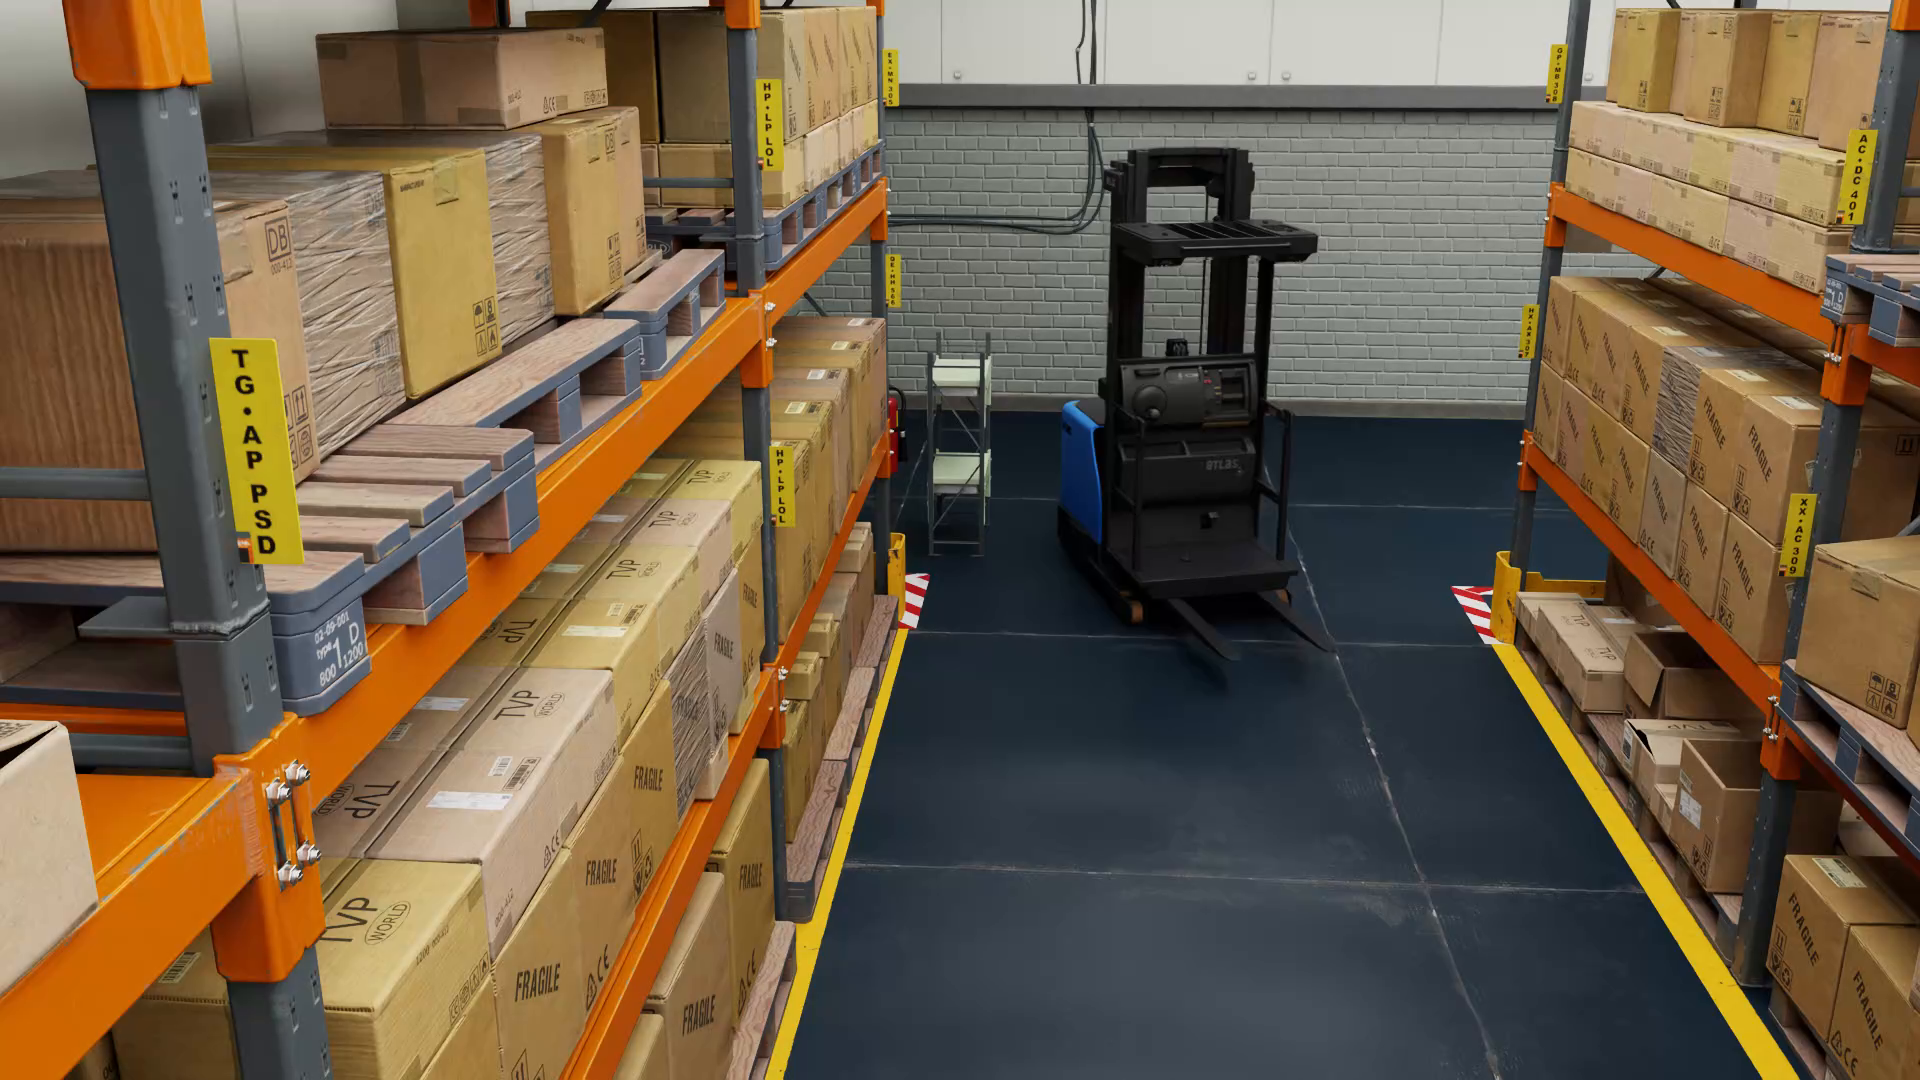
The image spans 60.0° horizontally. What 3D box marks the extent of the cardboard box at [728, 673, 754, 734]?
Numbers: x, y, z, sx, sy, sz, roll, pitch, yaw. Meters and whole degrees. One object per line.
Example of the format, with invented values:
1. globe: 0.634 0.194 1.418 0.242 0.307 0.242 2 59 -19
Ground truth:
1. cardboard box: -0.977 0.595 6.160 0.380 0.149 0.250 2 18 5

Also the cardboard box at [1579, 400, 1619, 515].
1. cardboard box: 3.622 -0.437 8.779 0.500 0.500 0.500 1 18 4

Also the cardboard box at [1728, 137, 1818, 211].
1. cardboard box: 3.504 -1.499 6.802 0.500 0.250 0.500 1 18 4

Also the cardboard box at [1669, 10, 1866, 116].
1. cardboard box: 3.918 -2.315 8.087 0.700 0.500 0.500 1 18 4

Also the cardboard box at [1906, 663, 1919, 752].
1. cardboard box: 3.458 0.515 5.200 0.700 0.500 0.500 4 19 13

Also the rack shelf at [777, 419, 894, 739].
1. rack shelf: -1.097 0.016 8.713 1.077 0.370 4.000 1 18 4

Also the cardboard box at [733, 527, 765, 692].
1. cardboard box: -1.022 0.246 6.185 0.500 0.500 0.500 1 18 3

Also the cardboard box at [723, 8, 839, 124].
1. cardboard box: -0.849 -2.191 7.676 0.500 0.500 0.500 1 18 4

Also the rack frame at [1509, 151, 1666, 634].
1. rack frame: 3.988 -0.838 10.162 1.000 3.000 0.127 1 18 4

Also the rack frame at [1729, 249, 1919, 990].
1. rack frame: 3.701 0.405 6.371 1.000 3.000 0.127 1 18 4

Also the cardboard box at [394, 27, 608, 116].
1. cardboard box: -1.434 -1.473 5.212 0.500 0.250 0.500 3 18 8

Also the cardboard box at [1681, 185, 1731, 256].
1. cardboard box: 3.544 -1.417 7.354 0.500 0.250 0.500 1 18 4

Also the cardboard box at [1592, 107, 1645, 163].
1. cardboard box: 3.648 -2.121 8.698 0.500 0.250 0.500 1 18 4

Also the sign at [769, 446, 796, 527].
1. sign: -0.698 -0.208 6.509 0.100 0.325 0.005 1 18 4

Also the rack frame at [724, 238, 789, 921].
1. rack frame: -1.240 0.295 6.705 1.000 3.000 0.127 1 18 4

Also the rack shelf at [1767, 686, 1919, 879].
1. rack shelf: 3.557 1.368 4.587 1.077 0.370 4.000 1 18 4

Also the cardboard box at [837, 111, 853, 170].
1. cardboard box: -0.810 -1.992 8.272 0.500 0.250 0.500 1 18 2

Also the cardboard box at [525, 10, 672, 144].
1. cardboard box: -1.423 -1.885 6.741 0.500 0.500 0.500 1 18 3

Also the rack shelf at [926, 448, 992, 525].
1. rack shelf: 0.000 -0.401 12.285 0.431 0.370 0.720 1 18 4

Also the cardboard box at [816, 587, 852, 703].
1. cardboard box: -0.975 0.572 9.199 0.700 0.500 0.500 1 18 2

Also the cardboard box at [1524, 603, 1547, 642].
1. cardboard box: 3.597 0.500 9.924 0.380 0.166 0.250 1 18 4

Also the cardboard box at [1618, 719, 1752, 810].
1. cardboard box: 3.513 1.057 7.991 0.500 0.311 0.500 1 18 4

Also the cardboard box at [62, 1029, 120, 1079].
1. cardboard box: -1.753 0.836 3.179 0.500 0.250 0.500 2 18 5

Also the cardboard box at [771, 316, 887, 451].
1. cardboard box: -0.980 -0.931 9.965 0.980 0.700 0.700 2 18 6

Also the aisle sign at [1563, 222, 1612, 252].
1. aisle sign: 3.700 -2.101 9.842 0.394 0.787 0.004 1 18 4

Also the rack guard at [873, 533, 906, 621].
1. rack guard: -0.952 0.233 10.908 1.175 0.500 0.348 1 18 4

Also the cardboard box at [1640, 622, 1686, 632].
1. cardboard box: 4.076 0.598 9.625 0.380 0.166 0.250 1 18 4

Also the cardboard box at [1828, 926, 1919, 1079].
1. cardboard box: 3.396 1.694 5.743 0.500 0.500 0.500 2 18 5

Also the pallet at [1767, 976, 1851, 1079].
1. pallet: 3.680 1.983 6.032 1.003 0.211 1.213 1 18 4

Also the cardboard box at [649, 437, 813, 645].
1. cardboard box: -1.185 -0.015 7.171 0.980 0.700 0.700 2 18 5

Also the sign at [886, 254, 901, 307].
1. sign: -0.413 -1.593 10.229 0.100 0.325 0.005 1 18 4

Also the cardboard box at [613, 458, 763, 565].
1. cardboard box: -1.019 -0.109 6.063 0.500 0.250 0.500 2 18 5

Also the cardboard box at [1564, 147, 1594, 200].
1. cardboard box: 3.697 -2.038 9.249 0.500 0.250 0.500 1 18 4

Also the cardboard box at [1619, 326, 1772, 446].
1. cardboard box: 3.587 -0.753 8.137 0.500 0.500 0.500 1 18 3

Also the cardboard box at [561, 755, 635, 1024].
1. cardboard box: -1.154 0.877 4.257 0.500 0.500 0.500 1 18 4

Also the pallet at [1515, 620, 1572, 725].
1. pallet: 3.926 0.759 9.769 1.003 0.211 1.213 1 18 4

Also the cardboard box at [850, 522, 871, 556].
1. cardboard box: -0.731 -0.003 9.915 0.380 0.149 0.250 1 18 3

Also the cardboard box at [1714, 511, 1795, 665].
1. cardboard box: 3.481 0.196 6.847 0.500 0.500 0.500 2 18 5

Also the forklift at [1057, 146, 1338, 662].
1. forklift: 1.548 -0.968 10.671 1.130 2.935 3.031 -4 19 -12

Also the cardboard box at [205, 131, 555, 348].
1. cardboard box: -1.488 -0.787 4.325 0.700 0.500 0.500 1 18 4

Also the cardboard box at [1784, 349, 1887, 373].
1. cardboard box: 4.089 -0.578 7.603 0.500 0.500 0.500 1 18 2

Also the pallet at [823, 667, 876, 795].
1. pallet: -1.023 1.006 9.014 1.003 0.211 1.213 1 18 4

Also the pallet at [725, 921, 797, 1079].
1. pallet: -1.220 1.862 6.403 1.003 0.211 1.213 1 18 4

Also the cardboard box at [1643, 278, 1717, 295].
1. cardboard box: 4.230 -1.216 9.550 0.500 0.500 0.500 1 18 3

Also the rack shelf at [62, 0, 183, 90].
1. rack shelf: -1.670 -0.160 0.258 1.077 0.370 4.000 1 18 4

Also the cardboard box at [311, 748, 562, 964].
1. cardboard box: -1.200 0.681 3.654 0.500 0.250 0.500 1 18 3

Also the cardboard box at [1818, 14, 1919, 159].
1. cardboard box: 3.698 -1.695 6.196 0.700 0.500 0.500 1 18 4

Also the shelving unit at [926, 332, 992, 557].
1. shelving unit: 0.000 -0.711 12.183 0.431 1.500 0.755 1 18 4
